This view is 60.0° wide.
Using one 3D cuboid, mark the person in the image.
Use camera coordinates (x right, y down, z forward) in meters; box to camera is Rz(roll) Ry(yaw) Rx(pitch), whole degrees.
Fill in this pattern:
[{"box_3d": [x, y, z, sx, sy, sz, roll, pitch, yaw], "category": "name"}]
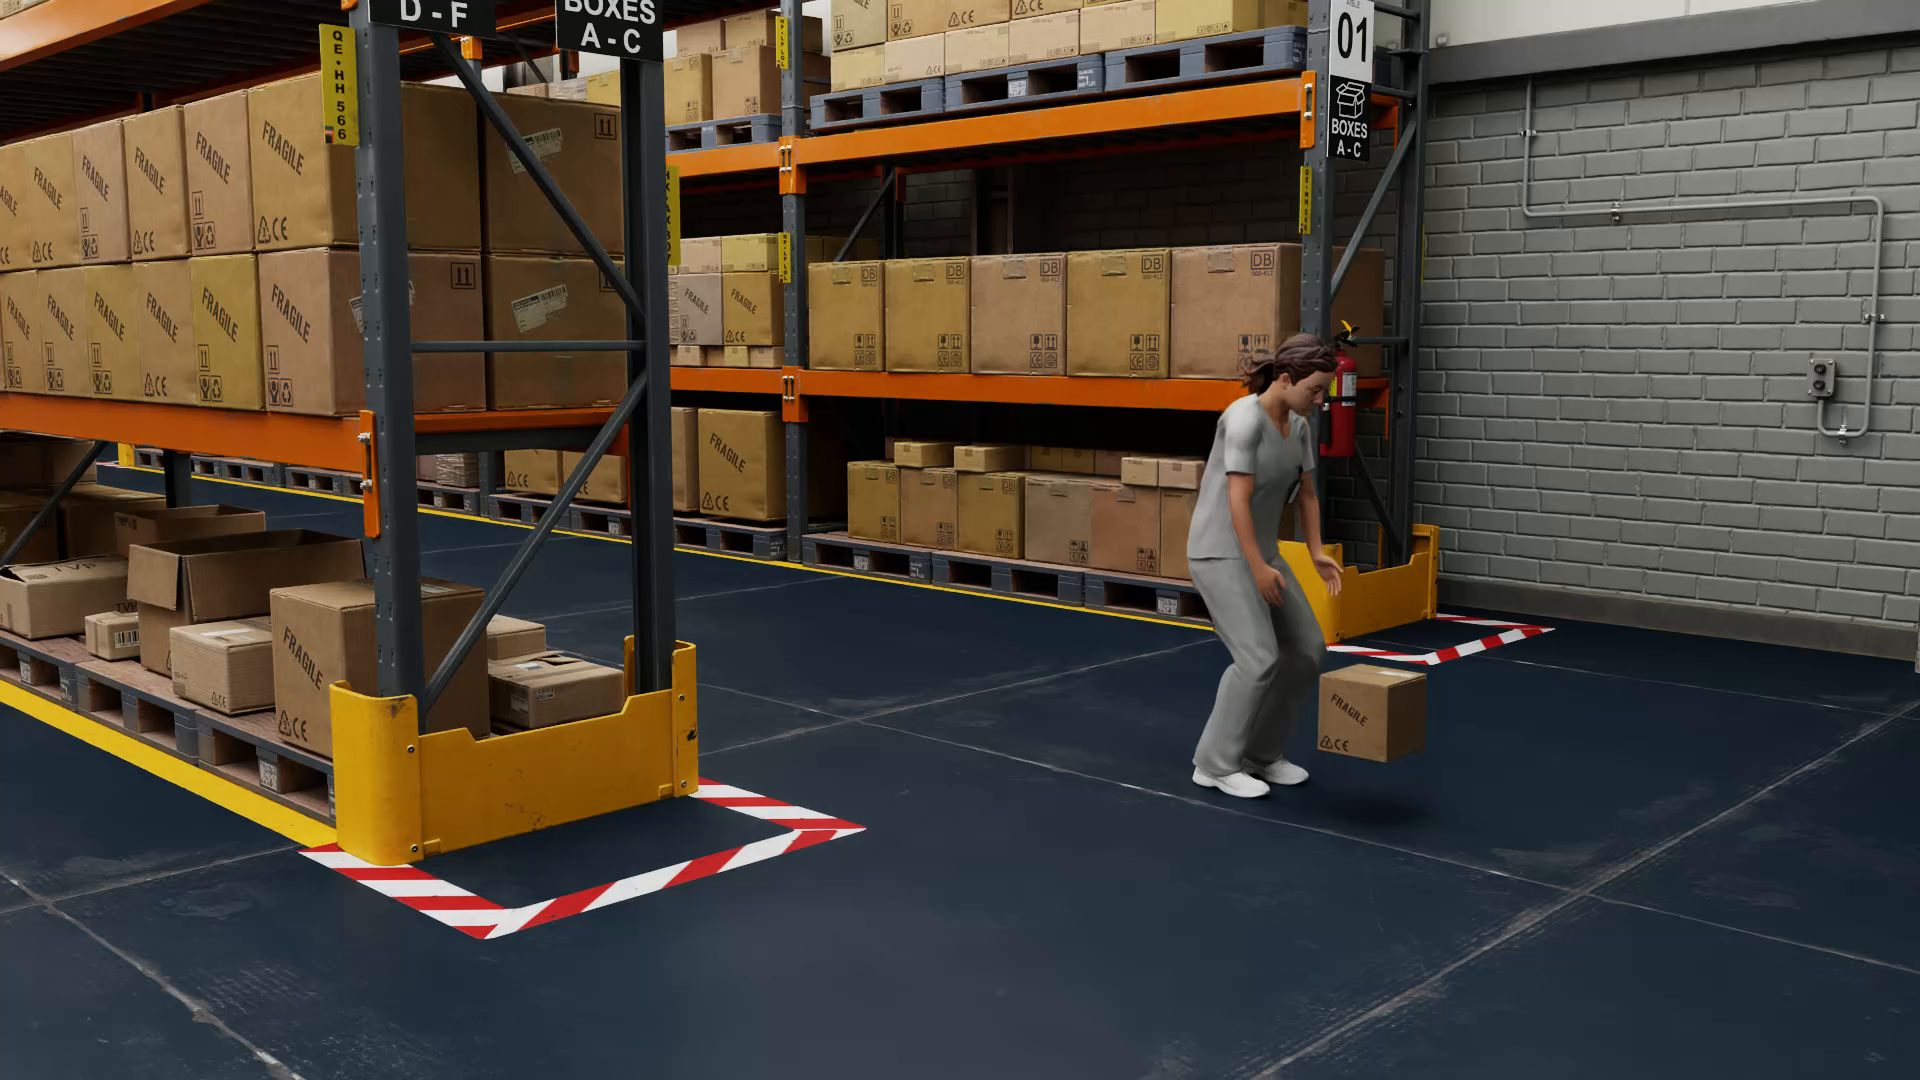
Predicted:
[{"box_3d": [1.042, 0.080, 5.674, 0.489, 1.549, 0.478, 7, 10, 44], "category": "person"}]
